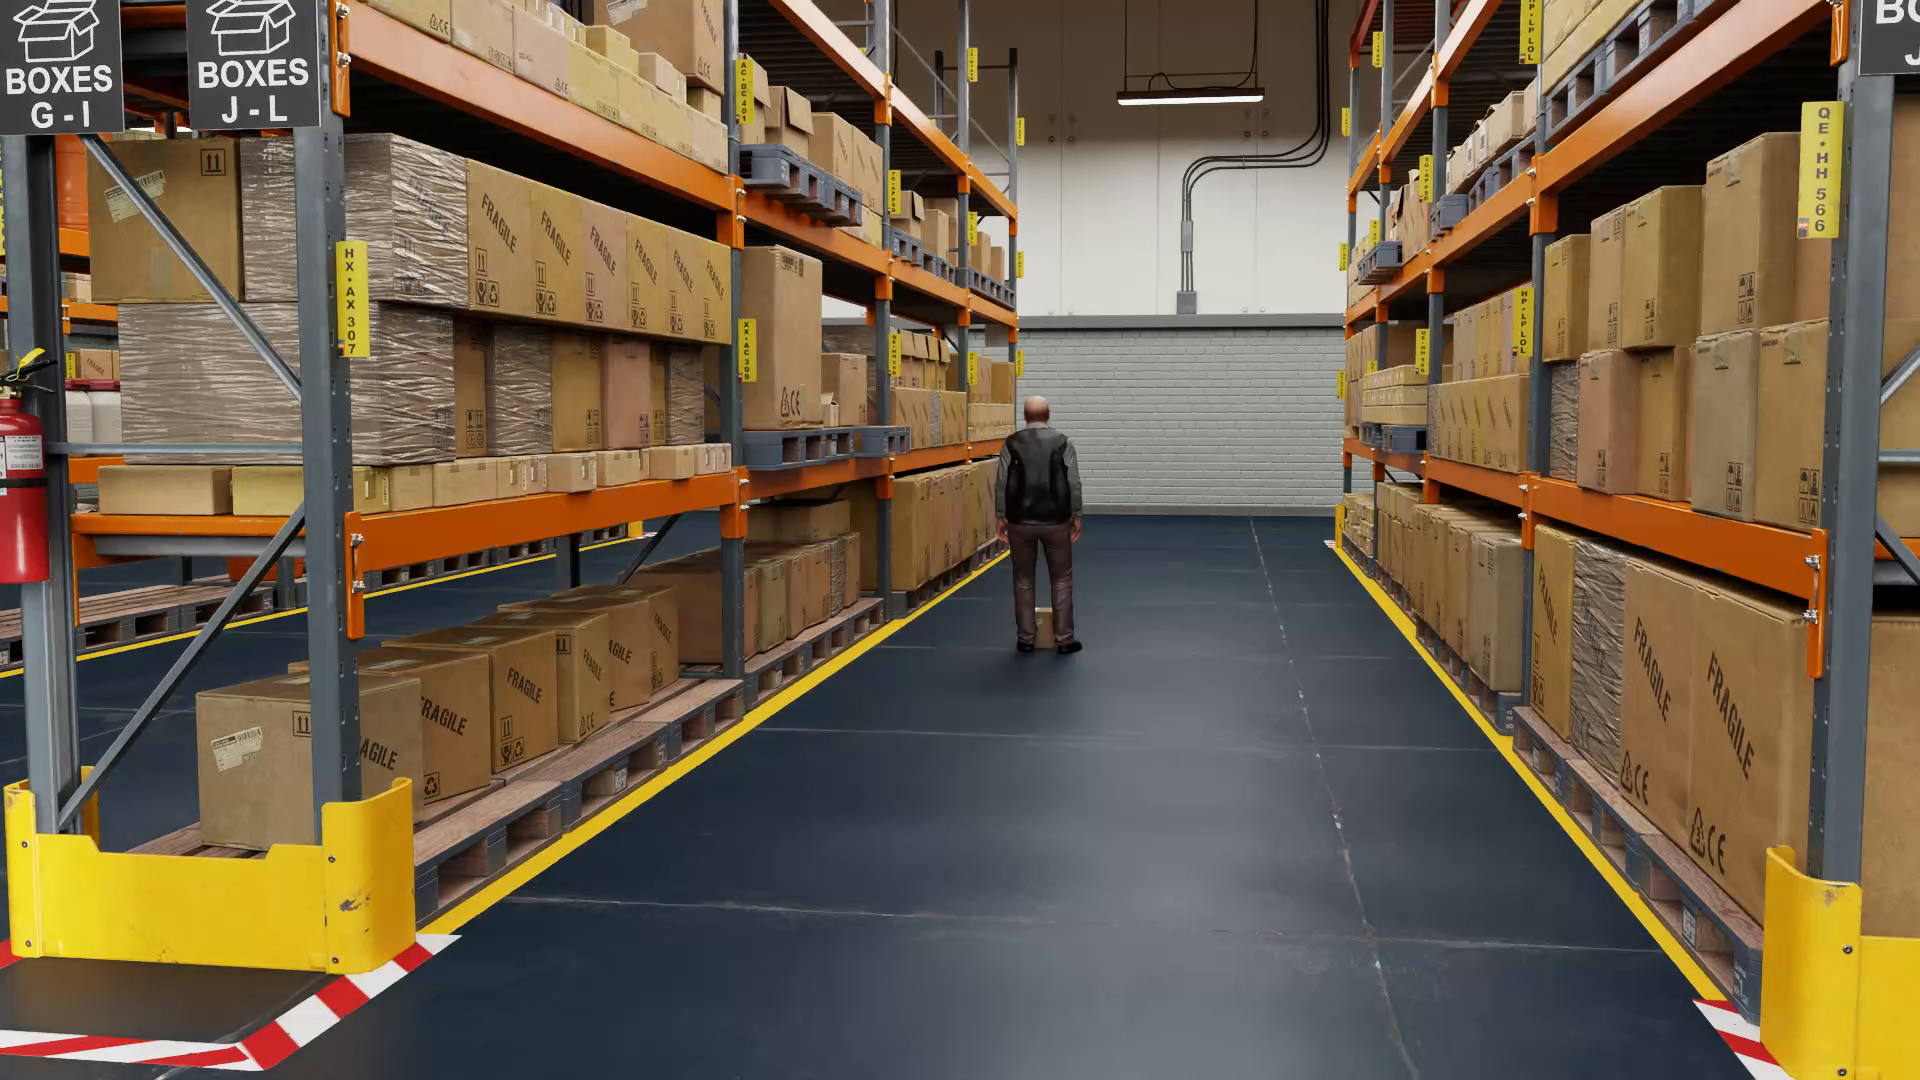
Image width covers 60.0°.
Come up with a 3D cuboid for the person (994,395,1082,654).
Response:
[{"bbox_3d":[0.529,-0.057,11.181,0.593,1.620,0.464,0,4,6],"label":"person"}]
